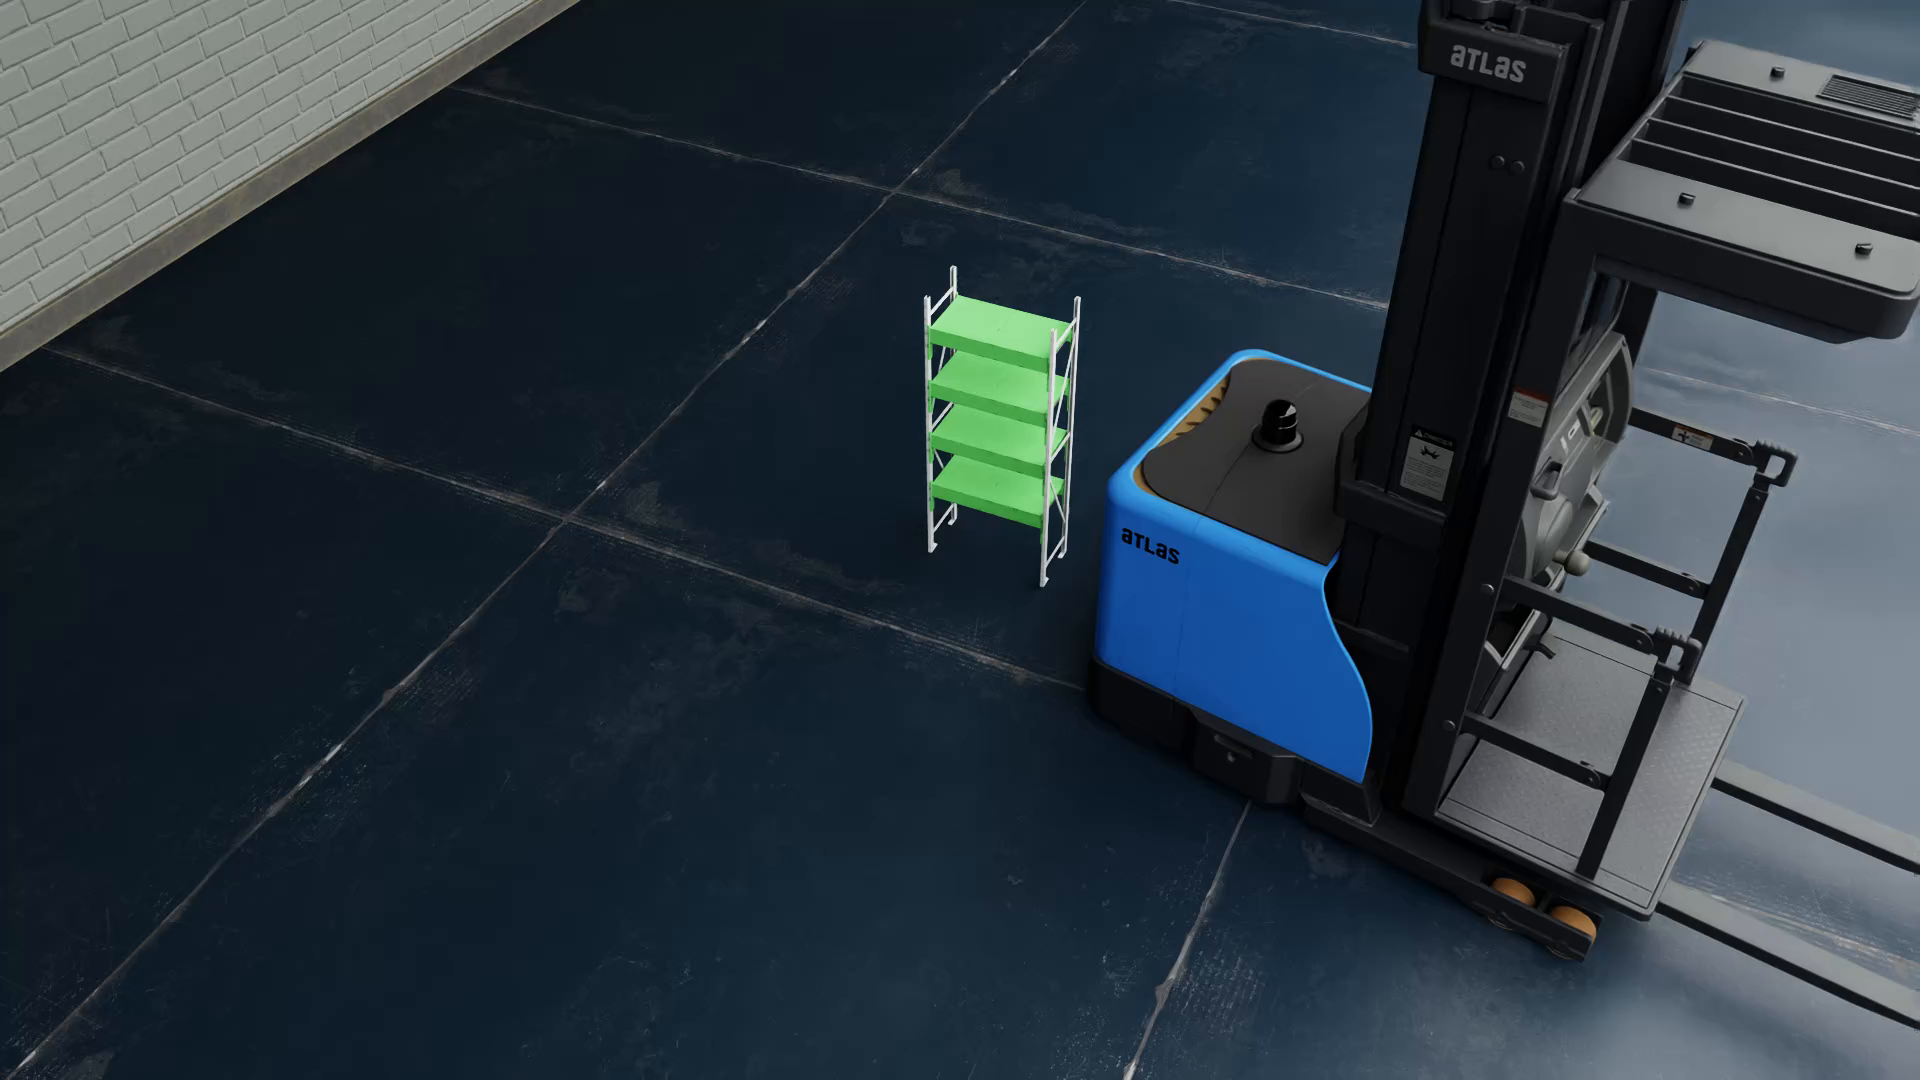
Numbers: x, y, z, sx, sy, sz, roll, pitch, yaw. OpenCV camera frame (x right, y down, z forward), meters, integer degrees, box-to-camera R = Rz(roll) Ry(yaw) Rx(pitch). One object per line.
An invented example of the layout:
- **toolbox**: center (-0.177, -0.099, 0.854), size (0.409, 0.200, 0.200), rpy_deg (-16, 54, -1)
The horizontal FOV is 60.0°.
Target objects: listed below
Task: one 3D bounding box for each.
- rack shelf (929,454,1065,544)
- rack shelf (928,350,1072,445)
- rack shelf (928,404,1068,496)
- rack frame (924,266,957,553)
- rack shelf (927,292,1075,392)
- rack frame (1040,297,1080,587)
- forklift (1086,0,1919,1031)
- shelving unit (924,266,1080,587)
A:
- **rack shelf**: center (0.150, -0.178, 6.503), size (0.480, 0.148, 0.258), rpy_deg (17, 44, 19)
- **rack shelf**: center (0.150, -0.541, 6.189), size (0.480, 0.148, 0.258), rpy_deg (17, 44, 19)
- **rack shelf**: center (0.150, -0.359, 6.346), size (0.480, 0.148, 0.258), rpy_deg (17, 44, 19)
- **rack frame**: center (-0.071, -0.475, 6.382), size (0.015, 1.200, 0.240), rpy_deg (17, 44, 19)
- **rack shelf**: center (0.150, -0.722, 6.032), size (0.480, 0.148, 0.258), rpy_deg (17, 44, 19)
- **rack frame**: center (0.371, -0.340, 6.226), size (0.015, 1.200, 0.240), rpy_deg (17, 44, 19)
- **forklift**: center (1.958, -0.192, 4.733), size (3.031, 2.935, 1.130), rpy_deg (24, 46, 25)
- **shelving unit**: center (0.150, -0.408, 6.304), size (0.503, 1.200, 0.258), rpy_deg (17, 44, 19)
